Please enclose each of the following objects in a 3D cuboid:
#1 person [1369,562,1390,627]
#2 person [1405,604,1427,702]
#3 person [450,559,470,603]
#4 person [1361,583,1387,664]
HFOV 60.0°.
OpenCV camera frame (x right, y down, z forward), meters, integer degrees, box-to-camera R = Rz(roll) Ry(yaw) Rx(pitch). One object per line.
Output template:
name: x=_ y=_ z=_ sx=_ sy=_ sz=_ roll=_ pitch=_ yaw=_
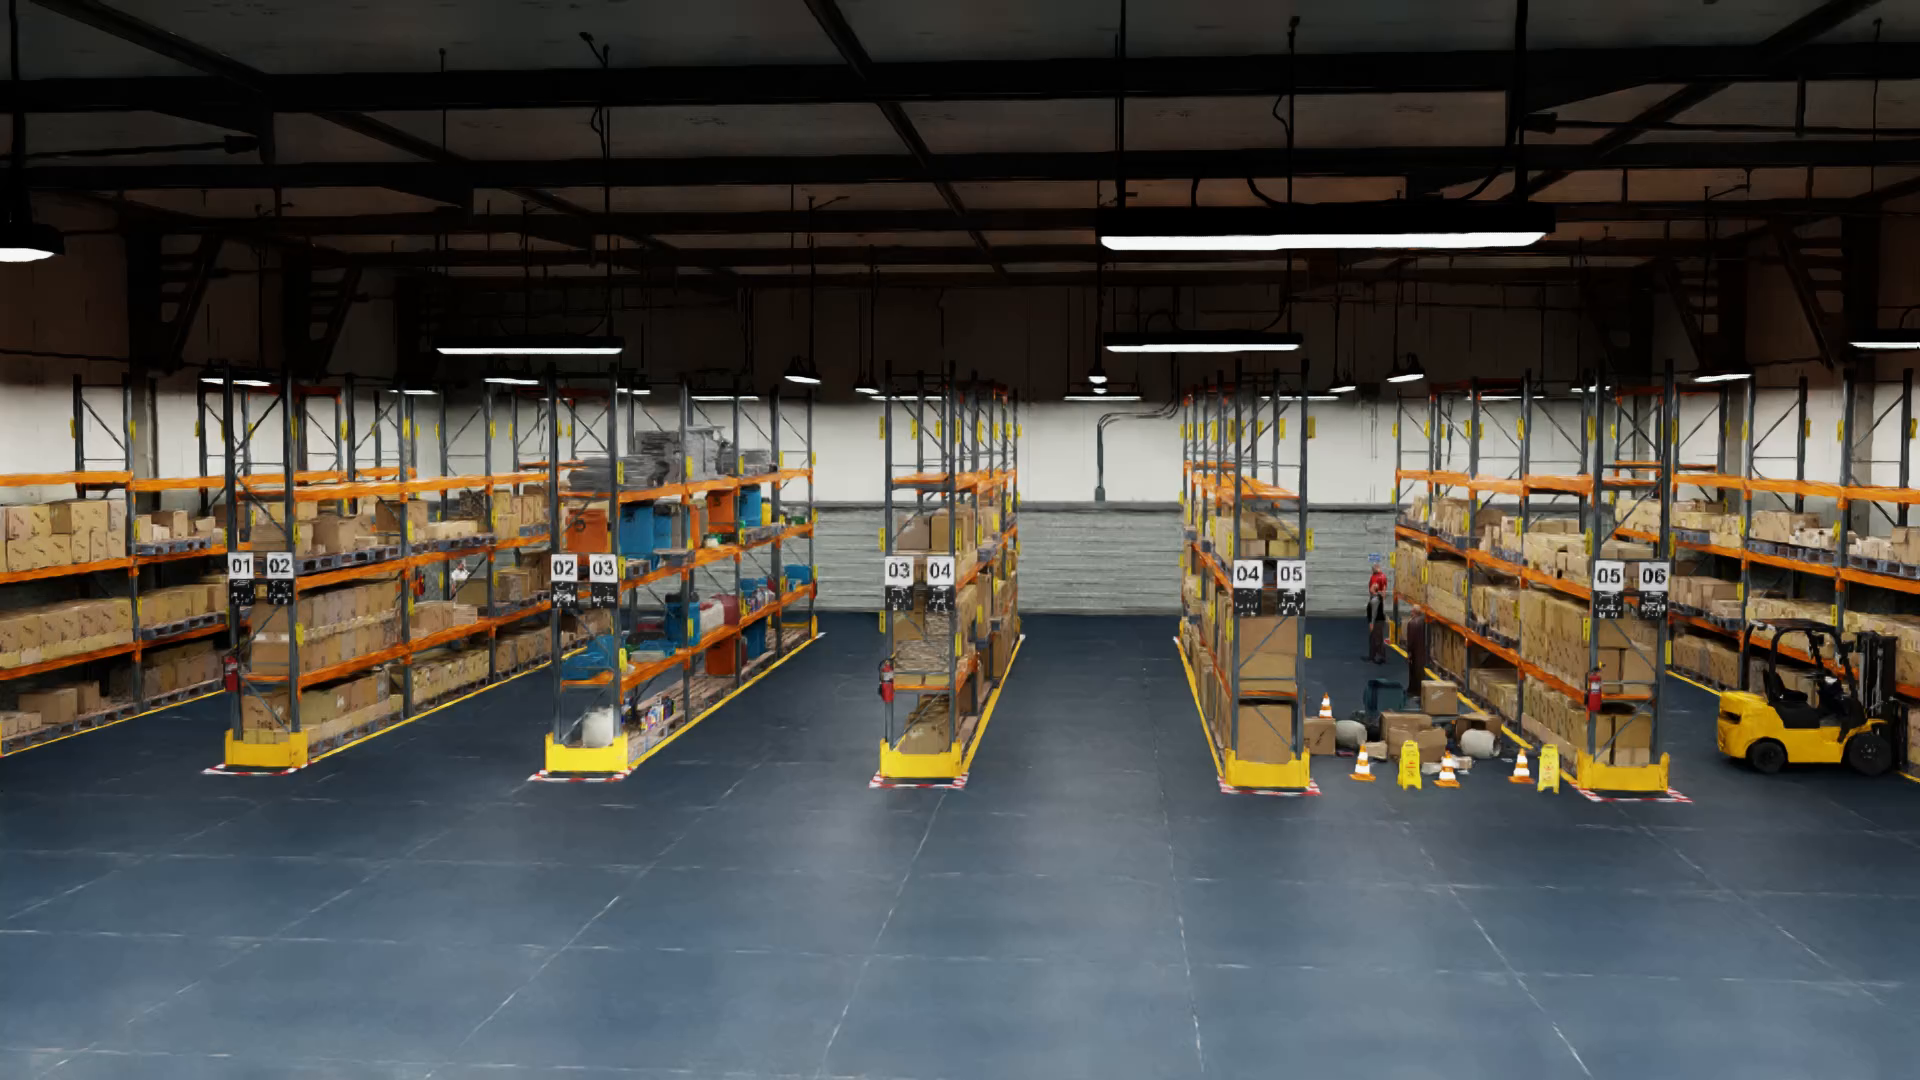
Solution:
person: x=10.442 y=1.419 z=41.280 sx=0.486 sy=1.718 sz=0.714 roll=-2 pitch=4 yaw=-26
person: x=8.416 y=2.119 z=30.835 sx=0.648 sy=1.672 sz=0.691 roll=2 pitch=4 yaw=28
person: x=-12.602 y=1.341 z=42.140 sx=0.551 sy=1.757 sz=0.748 roll=3 pitch=5 yaw=38
person: x=8.921 y=1.773 z=35.805 sx=0.572 sy=1.718 sz=0.643 roll=1 pitch=4 yaw=19
